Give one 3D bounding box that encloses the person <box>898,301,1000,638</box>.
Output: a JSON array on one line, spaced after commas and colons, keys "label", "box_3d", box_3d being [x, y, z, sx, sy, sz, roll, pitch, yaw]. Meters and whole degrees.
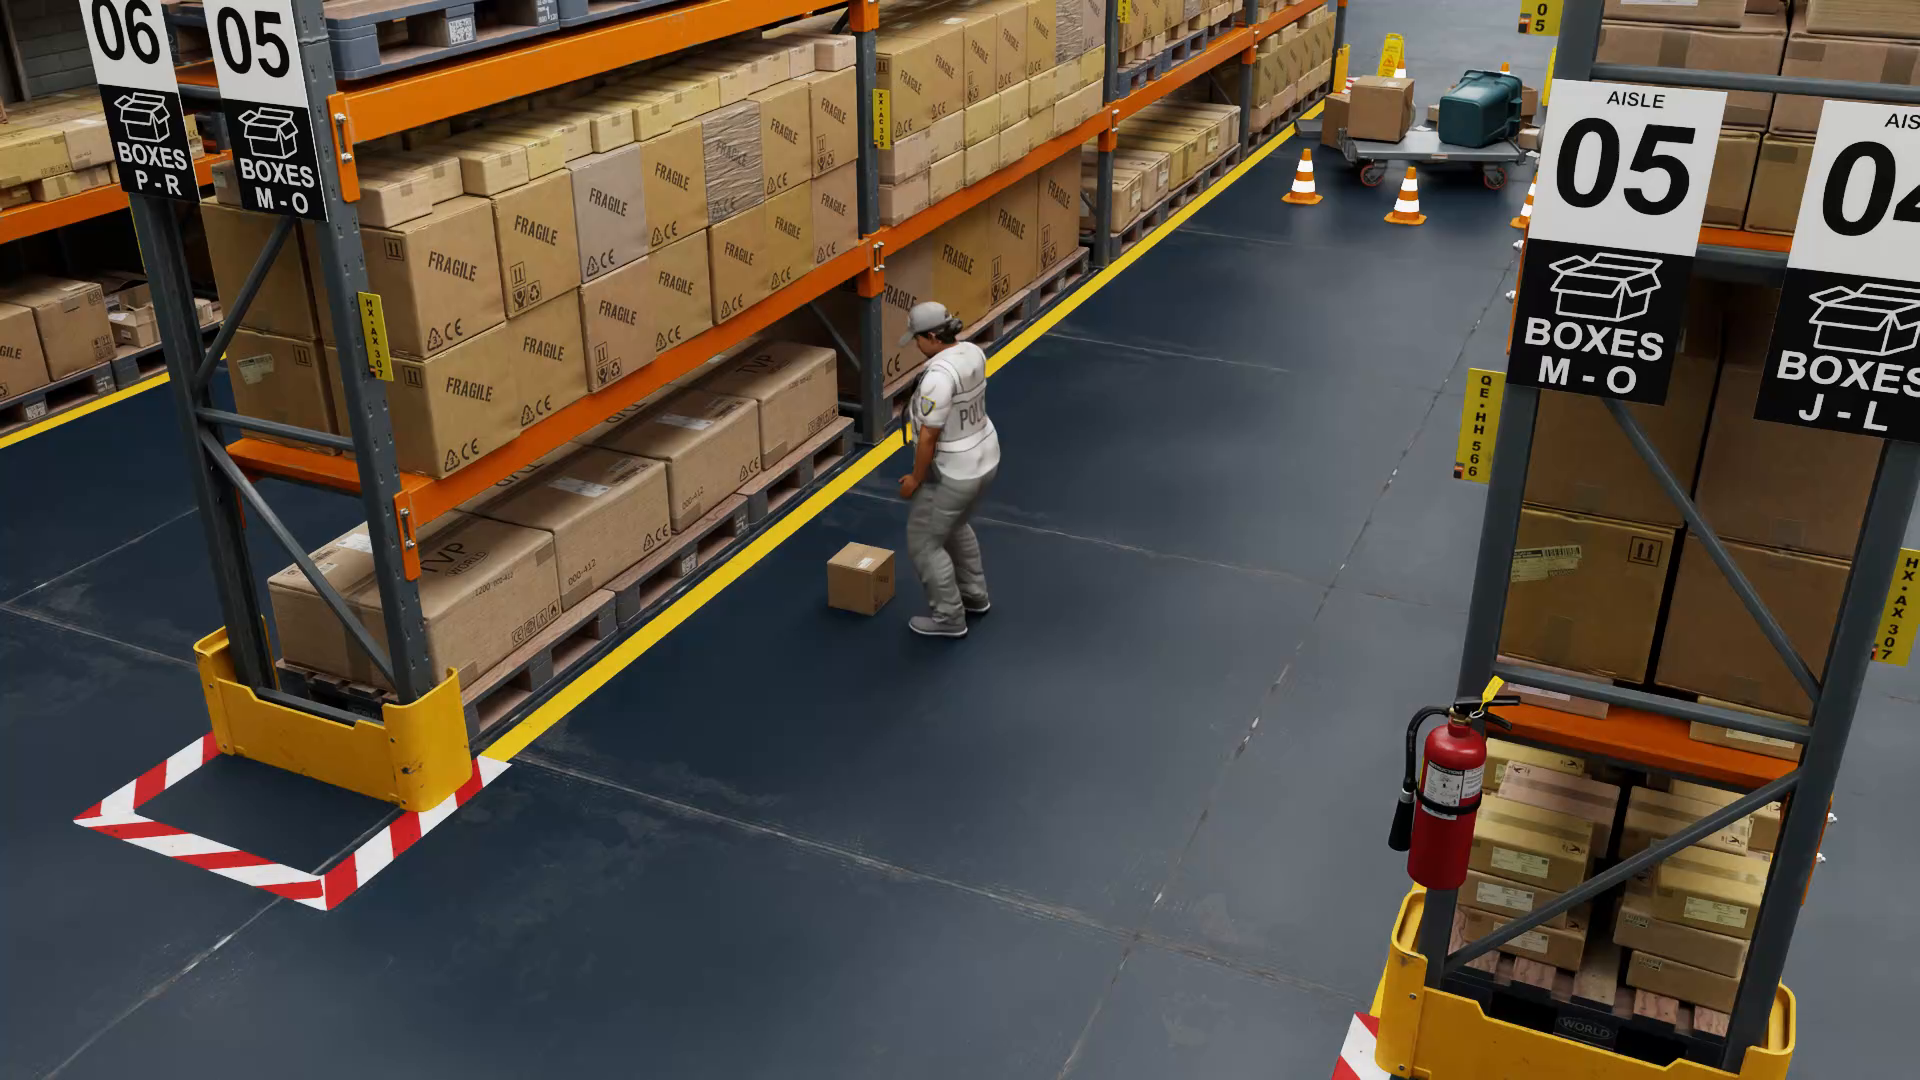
[{"label": "person", "box_3d": [-0.066, -0.322, 7.813, 0.452, 1.633, 0.489, 12, 29, 23]}]
